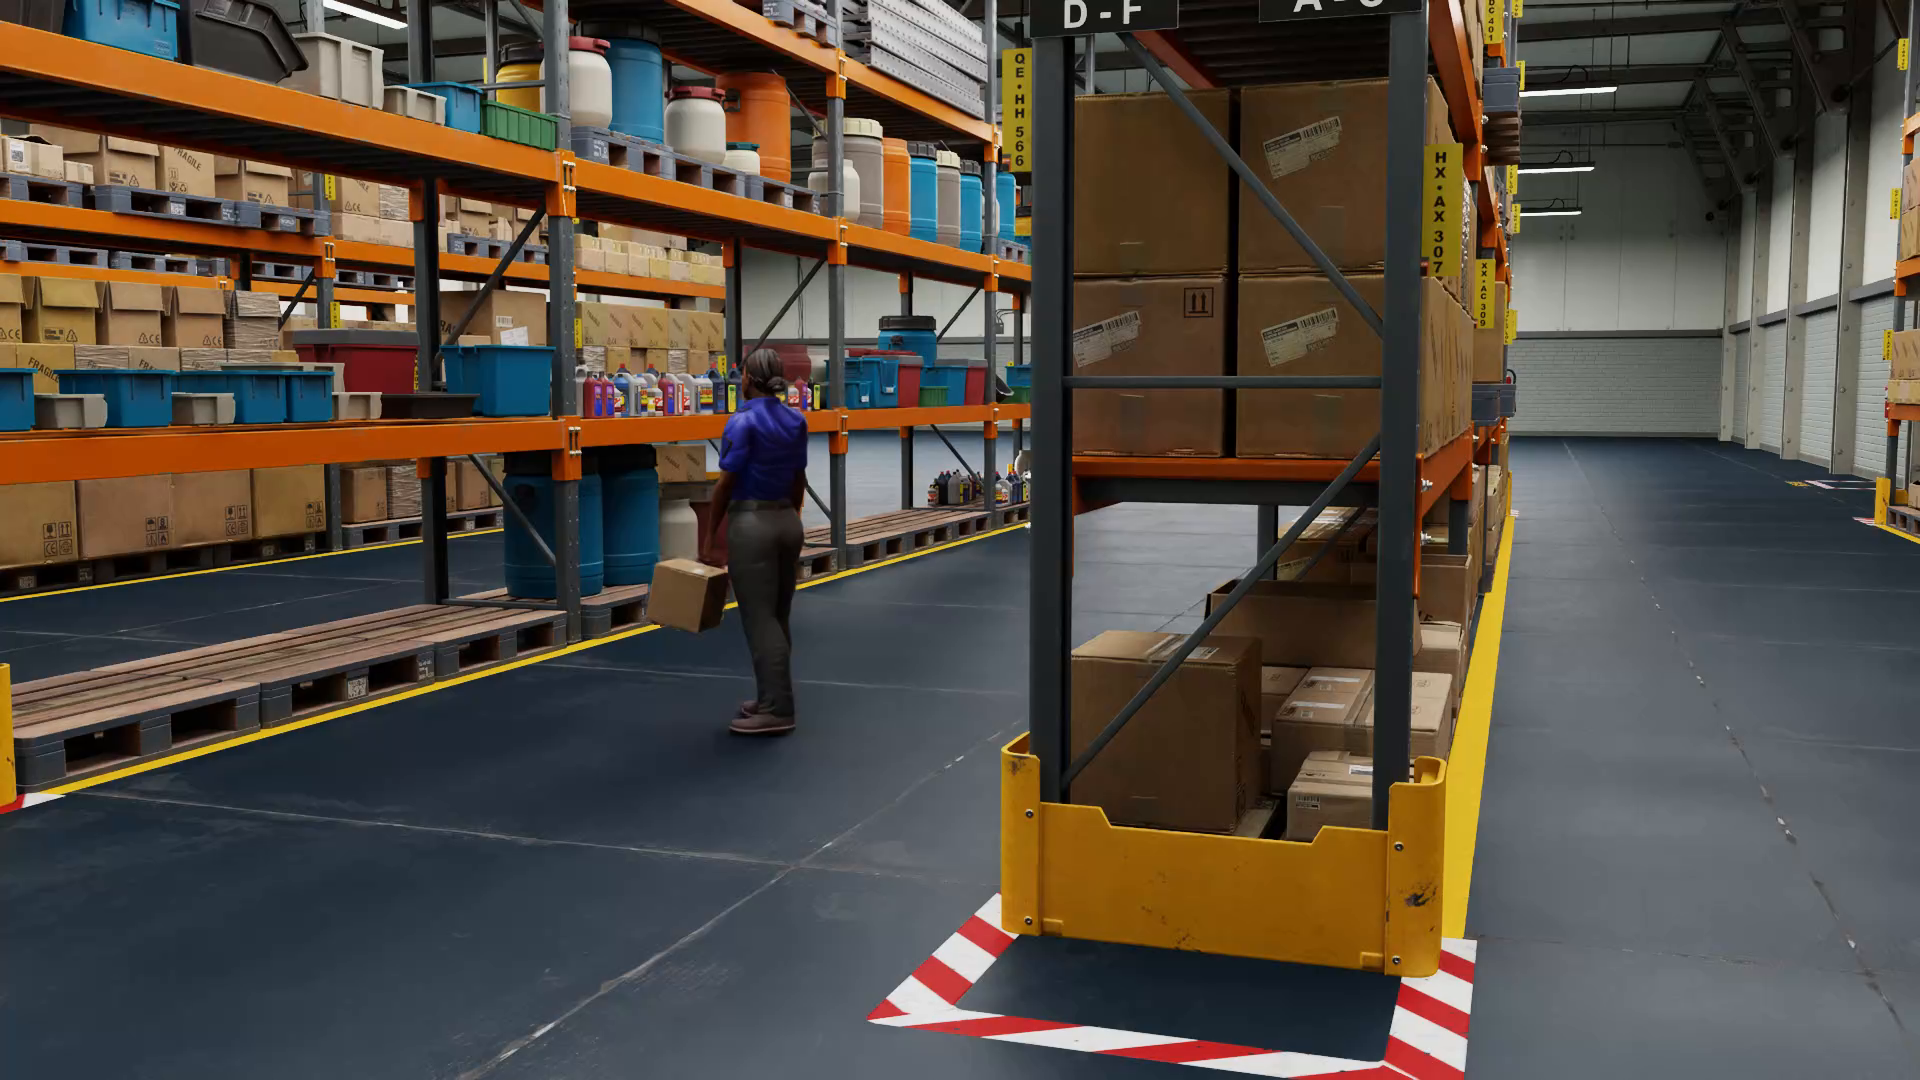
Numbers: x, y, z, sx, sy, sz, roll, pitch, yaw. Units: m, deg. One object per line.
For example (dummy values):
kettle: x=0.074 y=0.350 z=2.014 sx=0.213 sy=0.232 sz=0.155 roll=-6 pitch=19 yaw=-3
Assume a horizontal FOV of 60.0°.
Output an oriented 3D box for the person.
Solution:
person: x=-0.887 y=-0.003 z=7.268 sx=0.547 sy=1.656 sz=0.518 roll=5 pitch=7 yaw=41
